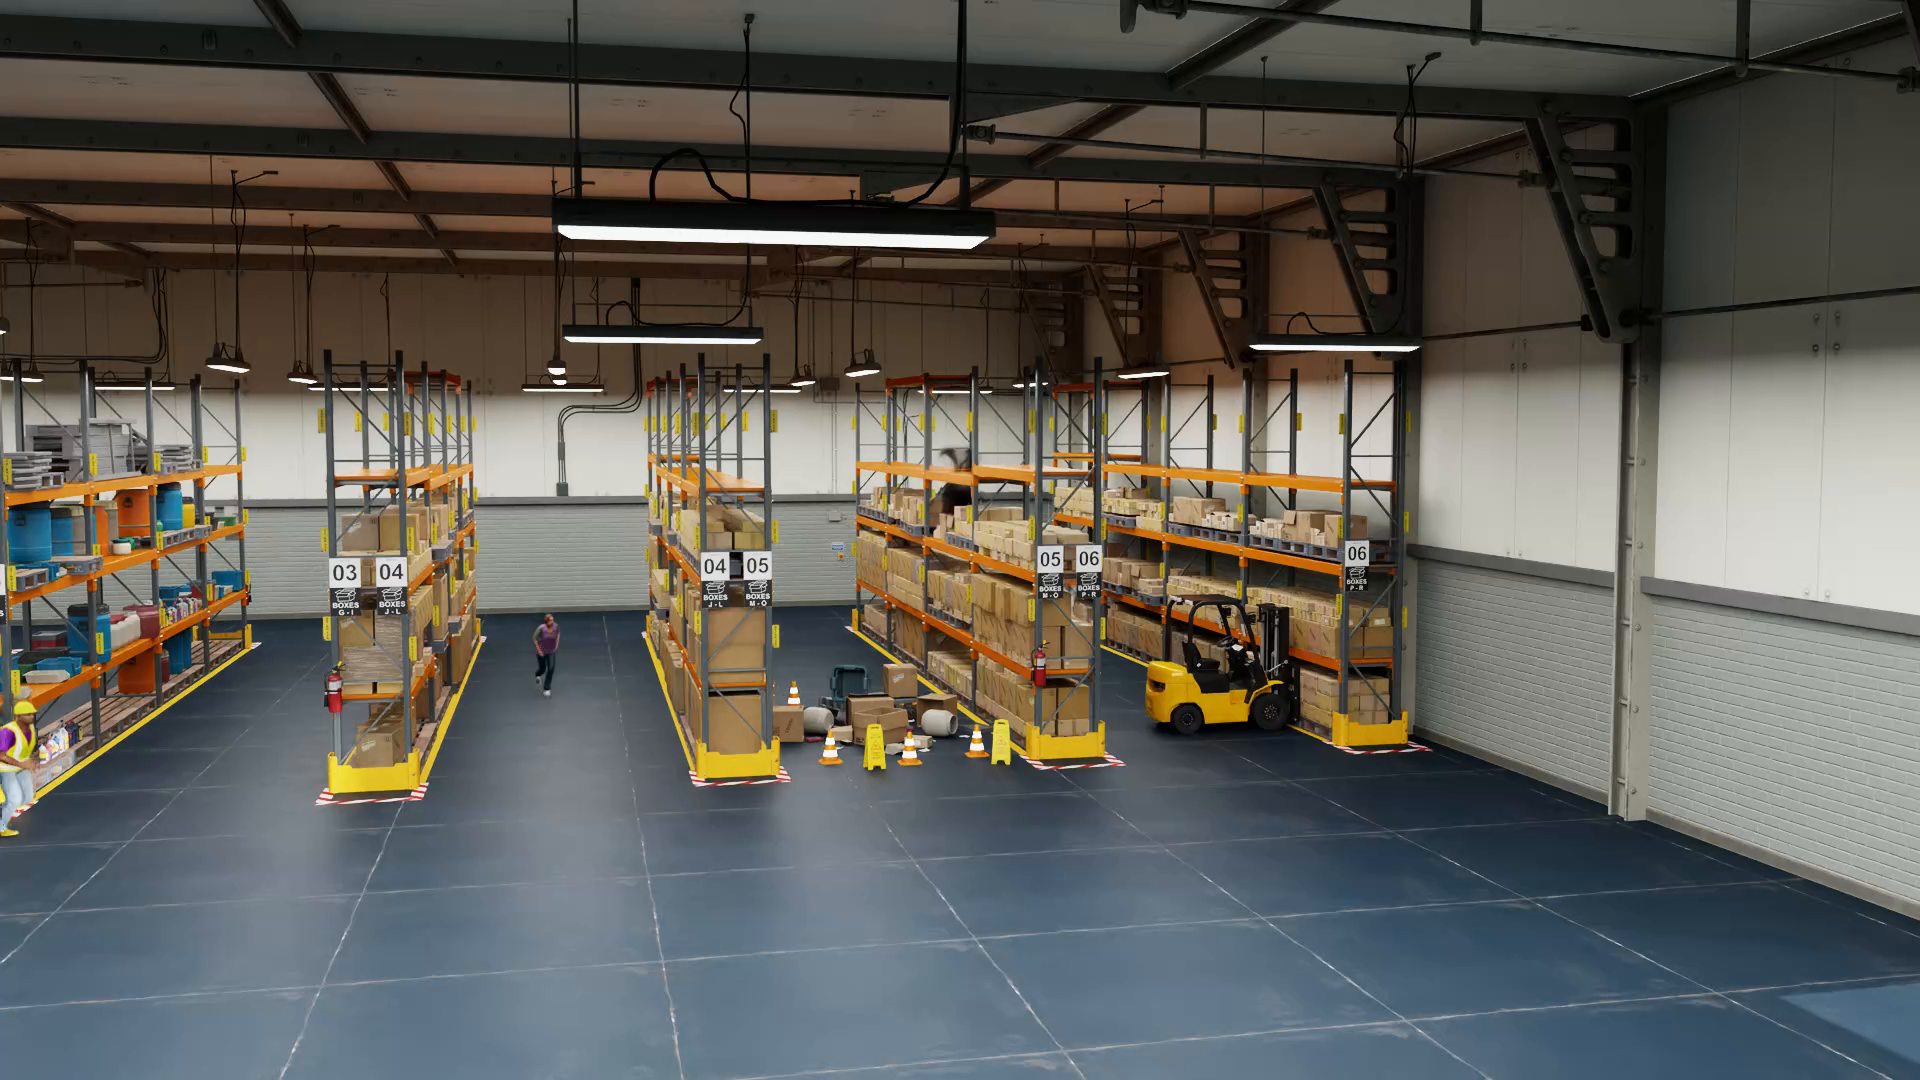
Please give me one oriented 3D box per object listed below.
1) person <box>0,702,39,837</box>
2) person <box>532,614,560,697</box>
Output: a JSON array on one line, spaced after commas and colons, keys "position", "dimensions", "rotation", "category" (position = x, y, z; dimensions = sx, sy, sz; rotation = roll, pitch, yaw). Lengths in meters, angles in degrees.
[{"position": [-11.510, 2.773, 20.192], "dimensions": [0.781, 1.651, 0.689], "rotation": [0, 4, 4], "category": "person"}, {"position": [-7.714, 2.111, 30.858], "dimensions": [0.551, 1.551, 0.867], "rotation": [-3, 5, -35], "category": "person"}]
